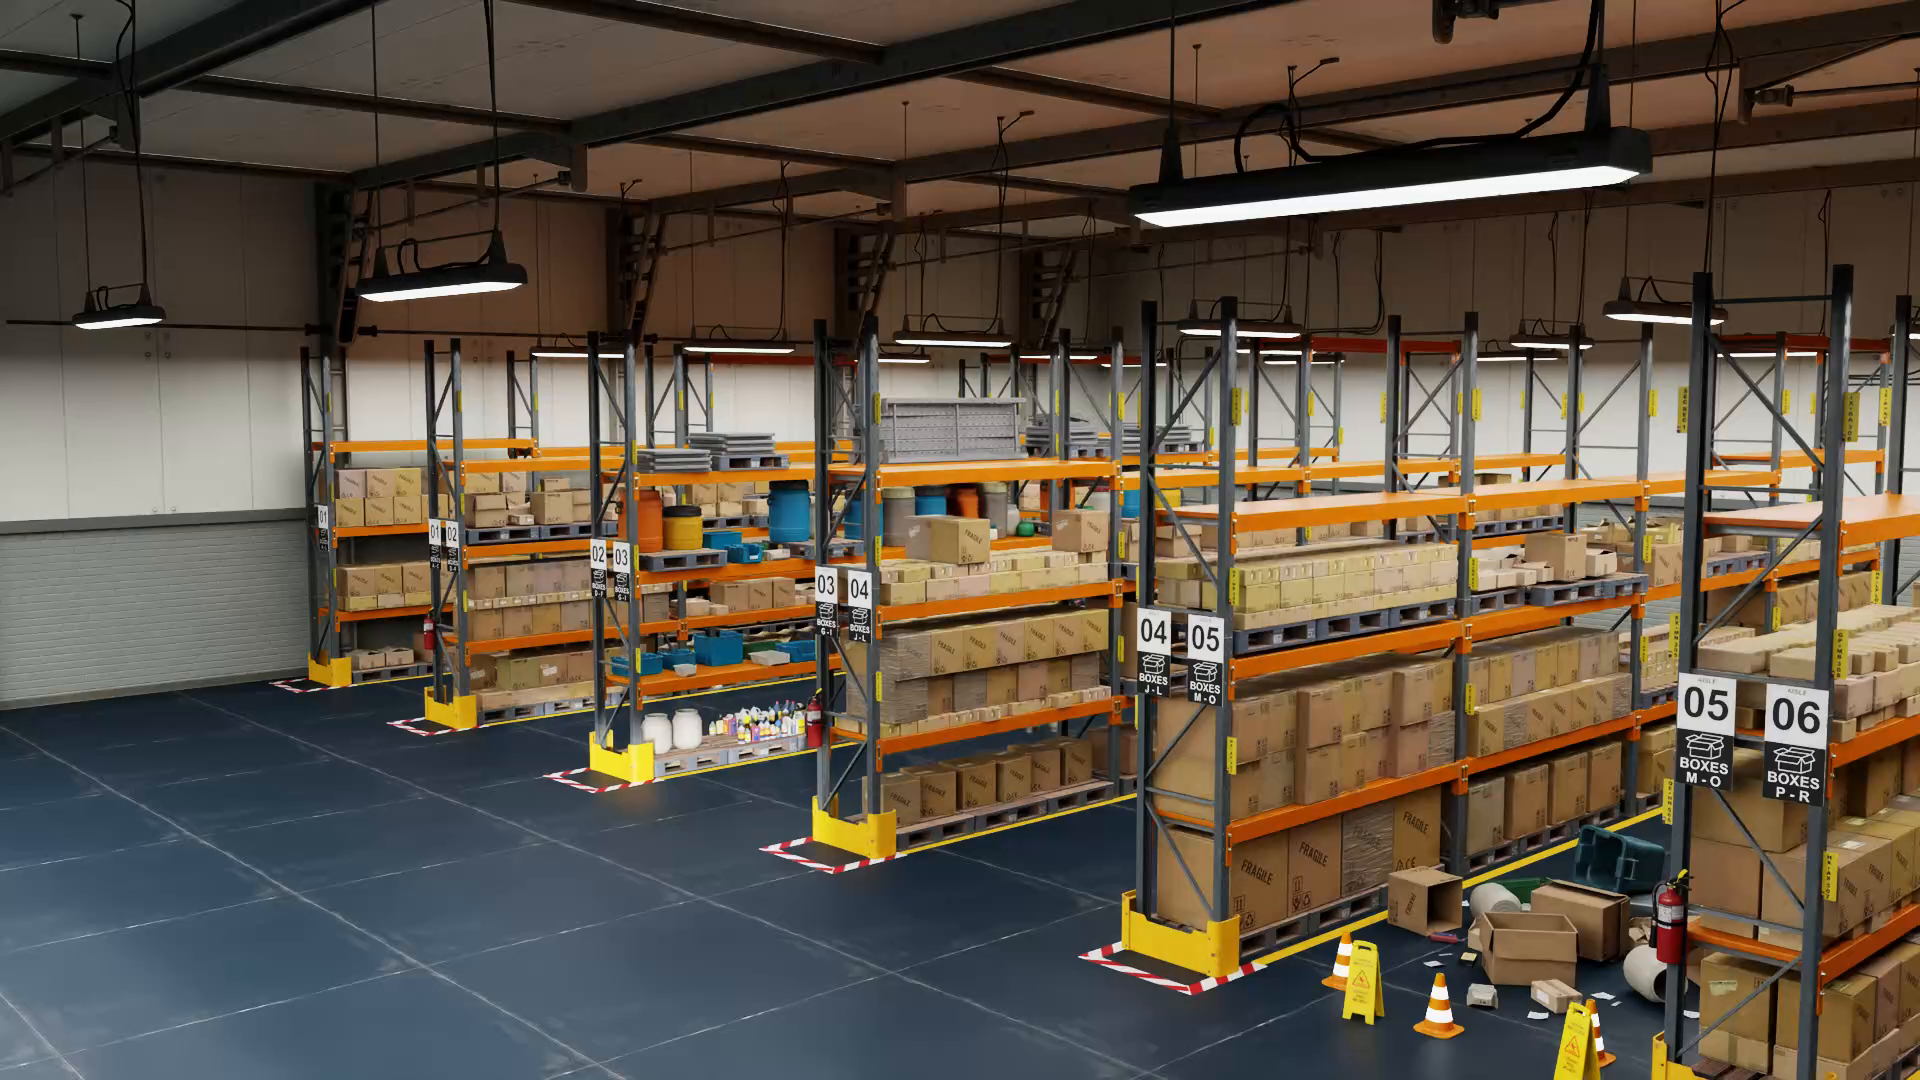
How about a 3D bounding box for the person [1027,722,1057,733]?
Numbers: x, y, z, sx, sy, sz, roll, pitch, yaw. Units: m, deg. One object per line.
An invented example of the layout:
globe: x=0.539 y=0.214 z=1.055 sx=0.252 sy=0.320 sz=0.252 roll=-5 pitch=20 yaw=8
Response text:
person: x=1.209 y=1.928 z=23.897 sx=0.563 sy=1.723 sz=0.505 roll=-2 pitch=5 yaw=-17
